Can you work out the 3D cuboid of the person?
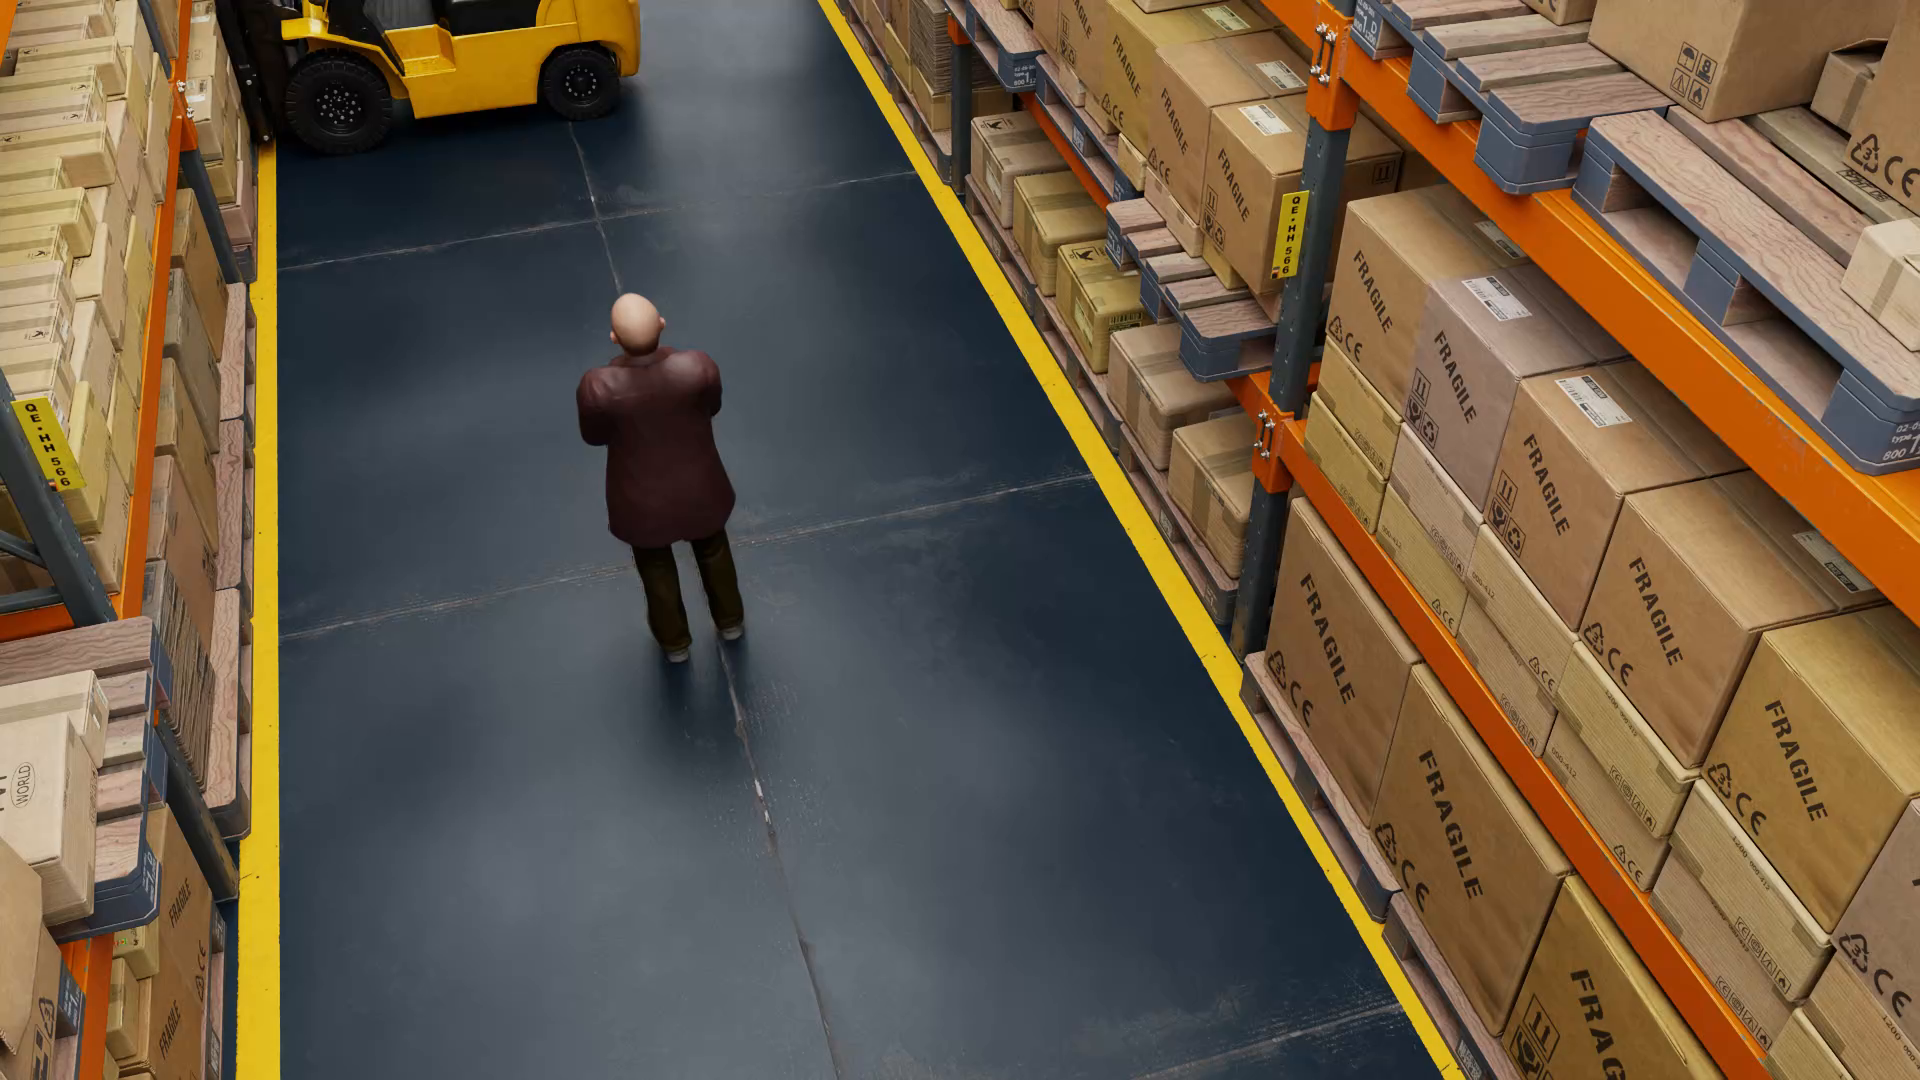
[{"bbox_3d":[-1.167,-0.280,6.482,0.552,1.780,0.536,-12,43,-13],"label":"person"}]
